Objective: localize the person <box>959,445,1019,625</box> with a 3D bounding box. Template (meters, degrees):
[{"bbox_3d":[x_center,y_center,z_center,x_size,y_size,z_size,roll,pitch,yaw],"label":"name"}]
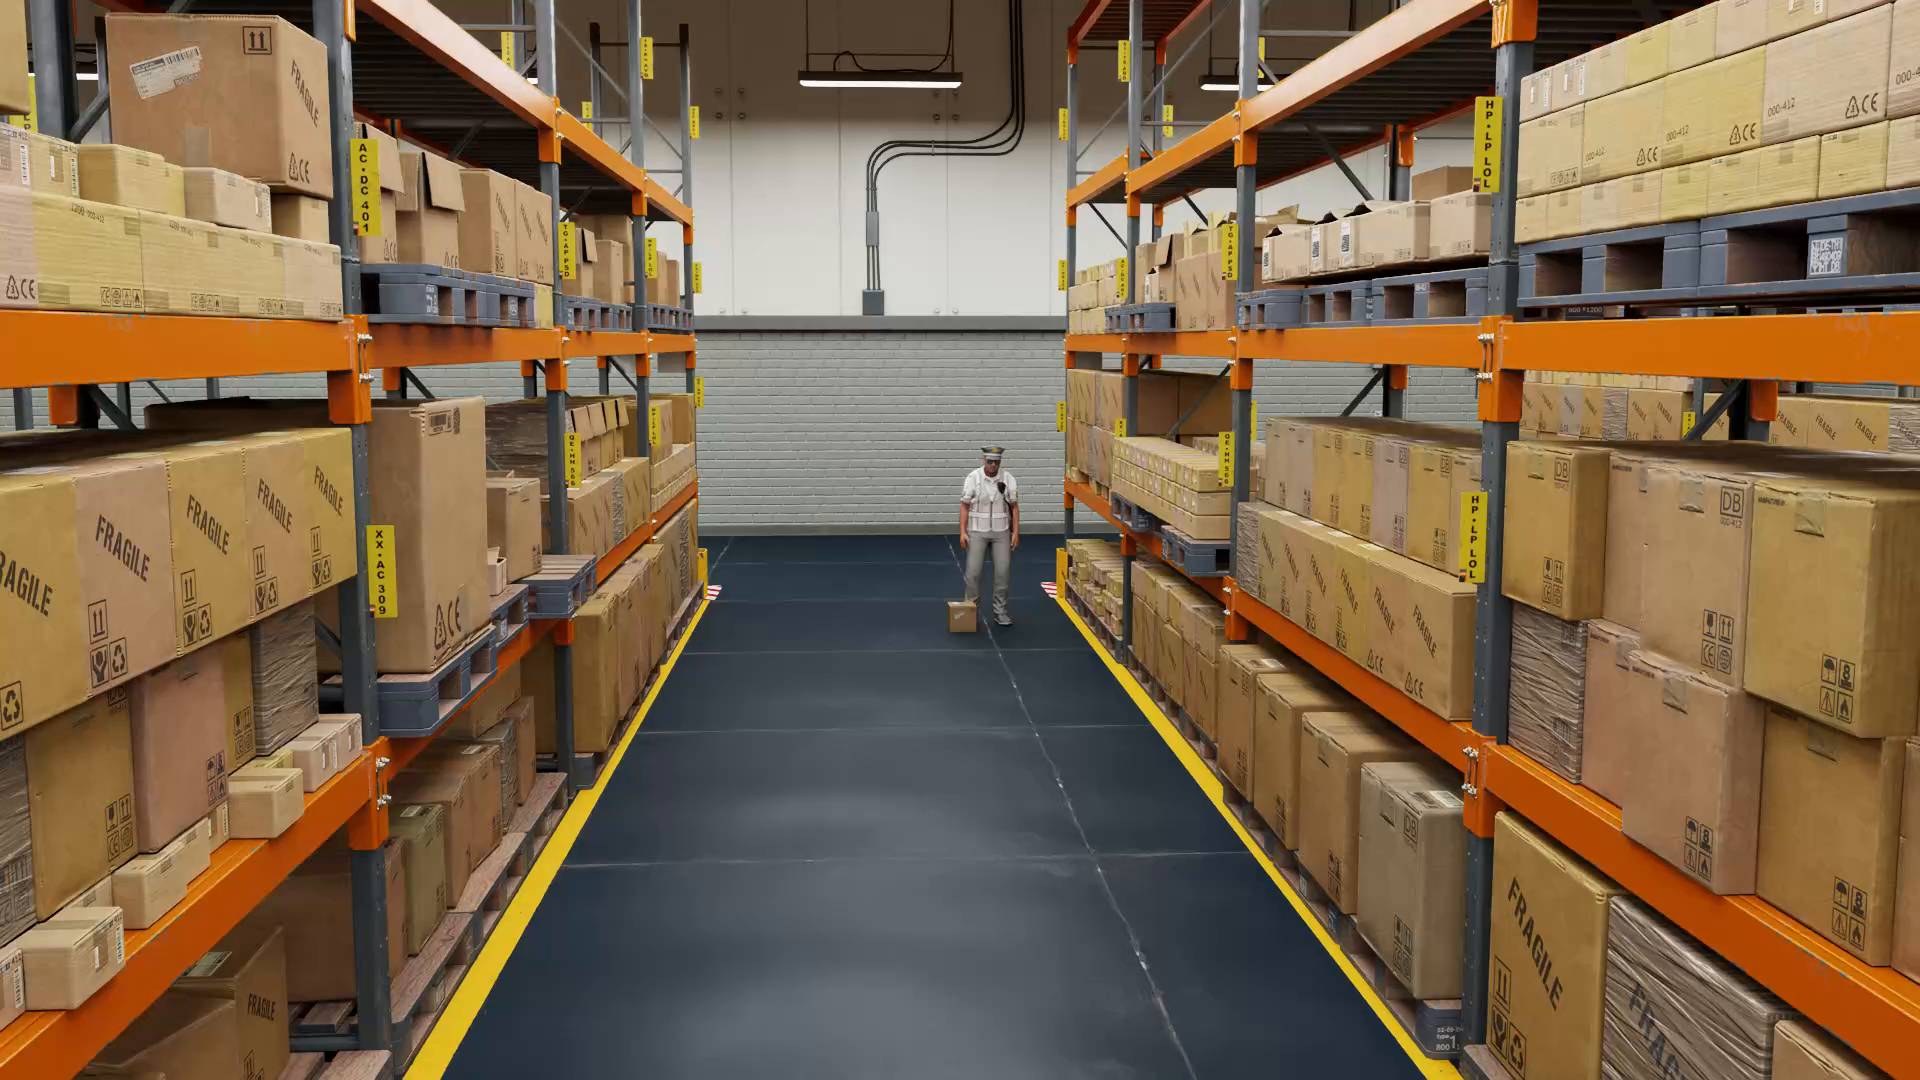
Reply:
[{"bbox_3d":[0.285,-0.054,16.163,0.587,1.748,0.435,-1,7,-5],"label":"person"}]
